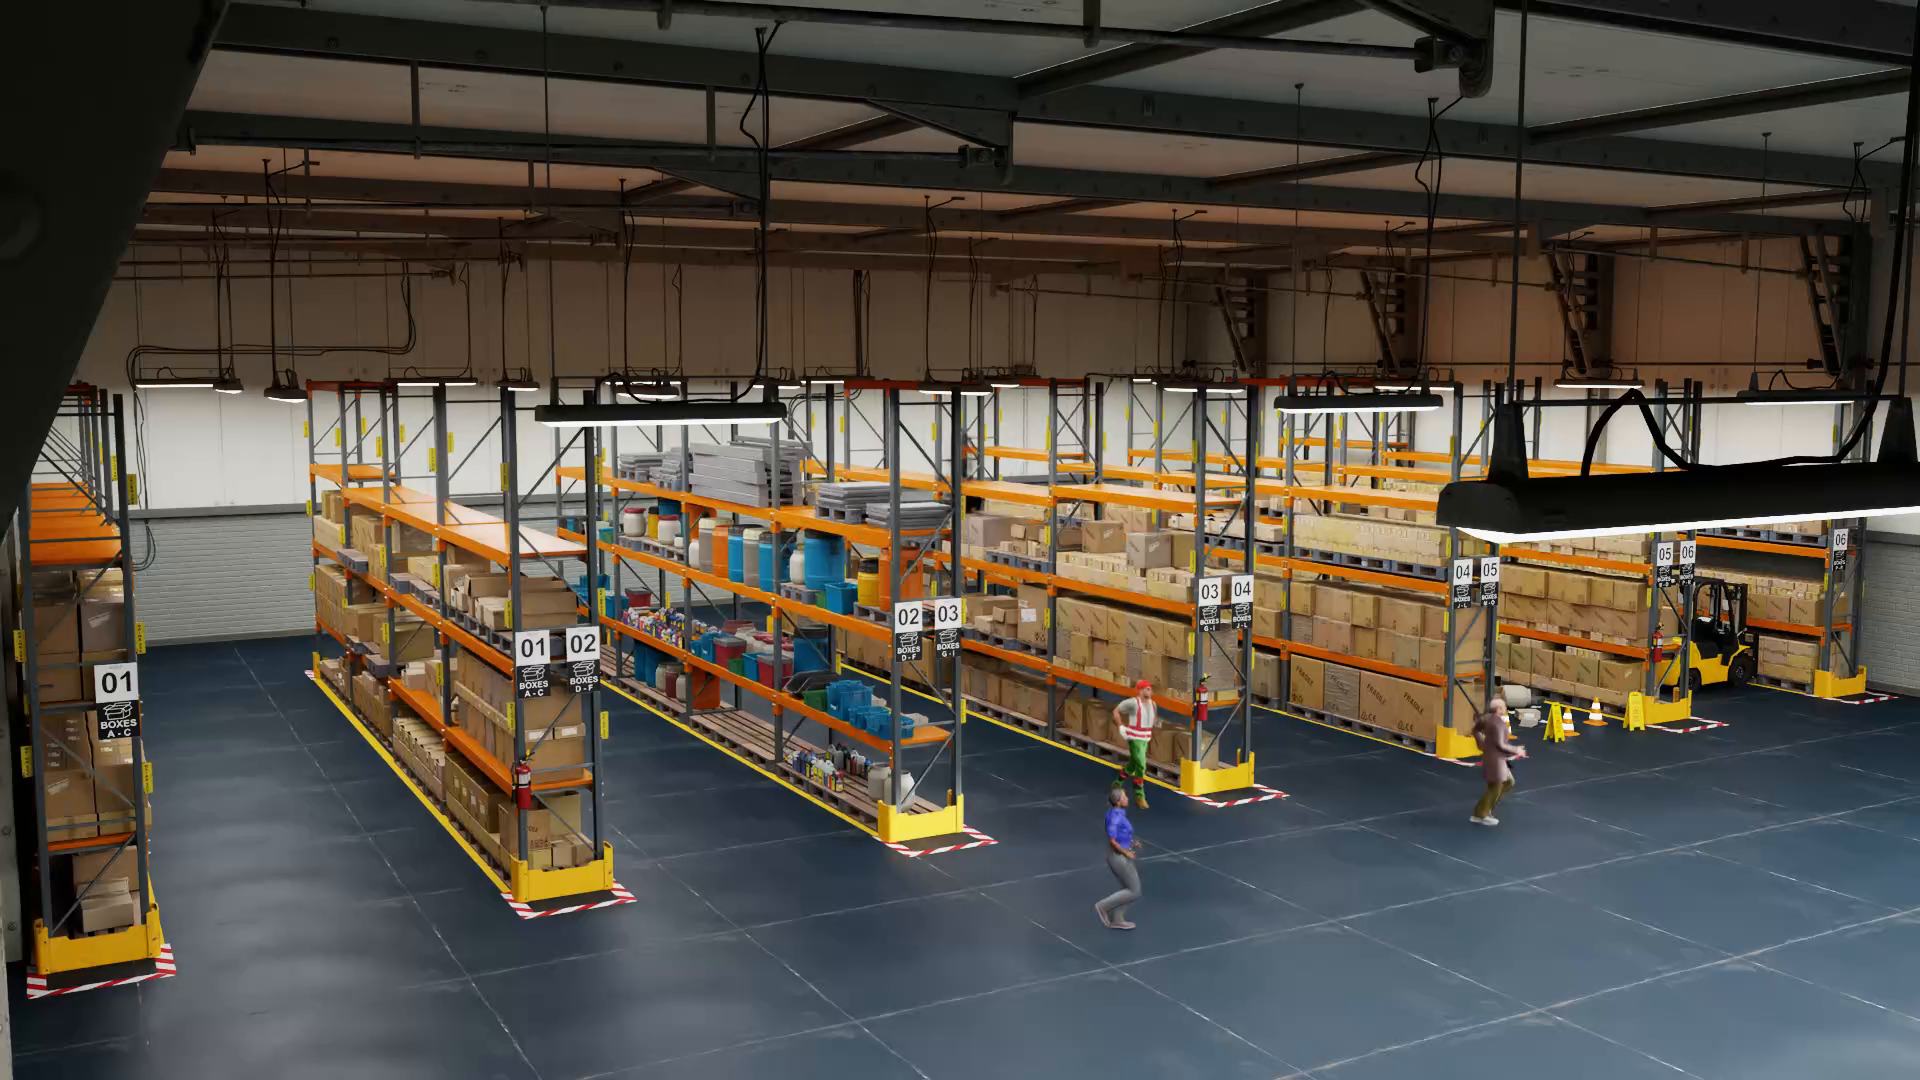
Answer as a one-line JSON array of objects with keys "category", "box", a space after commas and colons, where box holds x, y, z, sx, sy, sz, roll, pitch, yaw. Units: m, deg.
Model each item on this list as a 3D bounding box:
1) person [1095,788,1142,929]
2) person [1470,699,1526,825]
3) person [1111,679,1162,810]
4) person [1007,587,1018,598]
[{"category": "person", "box": [1.778, 3.566, 18.568, 0.579, 1.594, 0.572, 0, 6, -4]}, {"category": "person", "box": [7.366, 3.040, 22.769, 0.696, 1.757, 0.703, 1, 6, 7]}, {"category": "person", "box": [2.585, 2.899, 24.044, 0.676, 1.798, 0.888, -5, 8, -42]}, {"category": "person", "box": [1.378, 1.057, 41.844, 0.795, 1.710, 0.582, 3, 7, 25]}]
